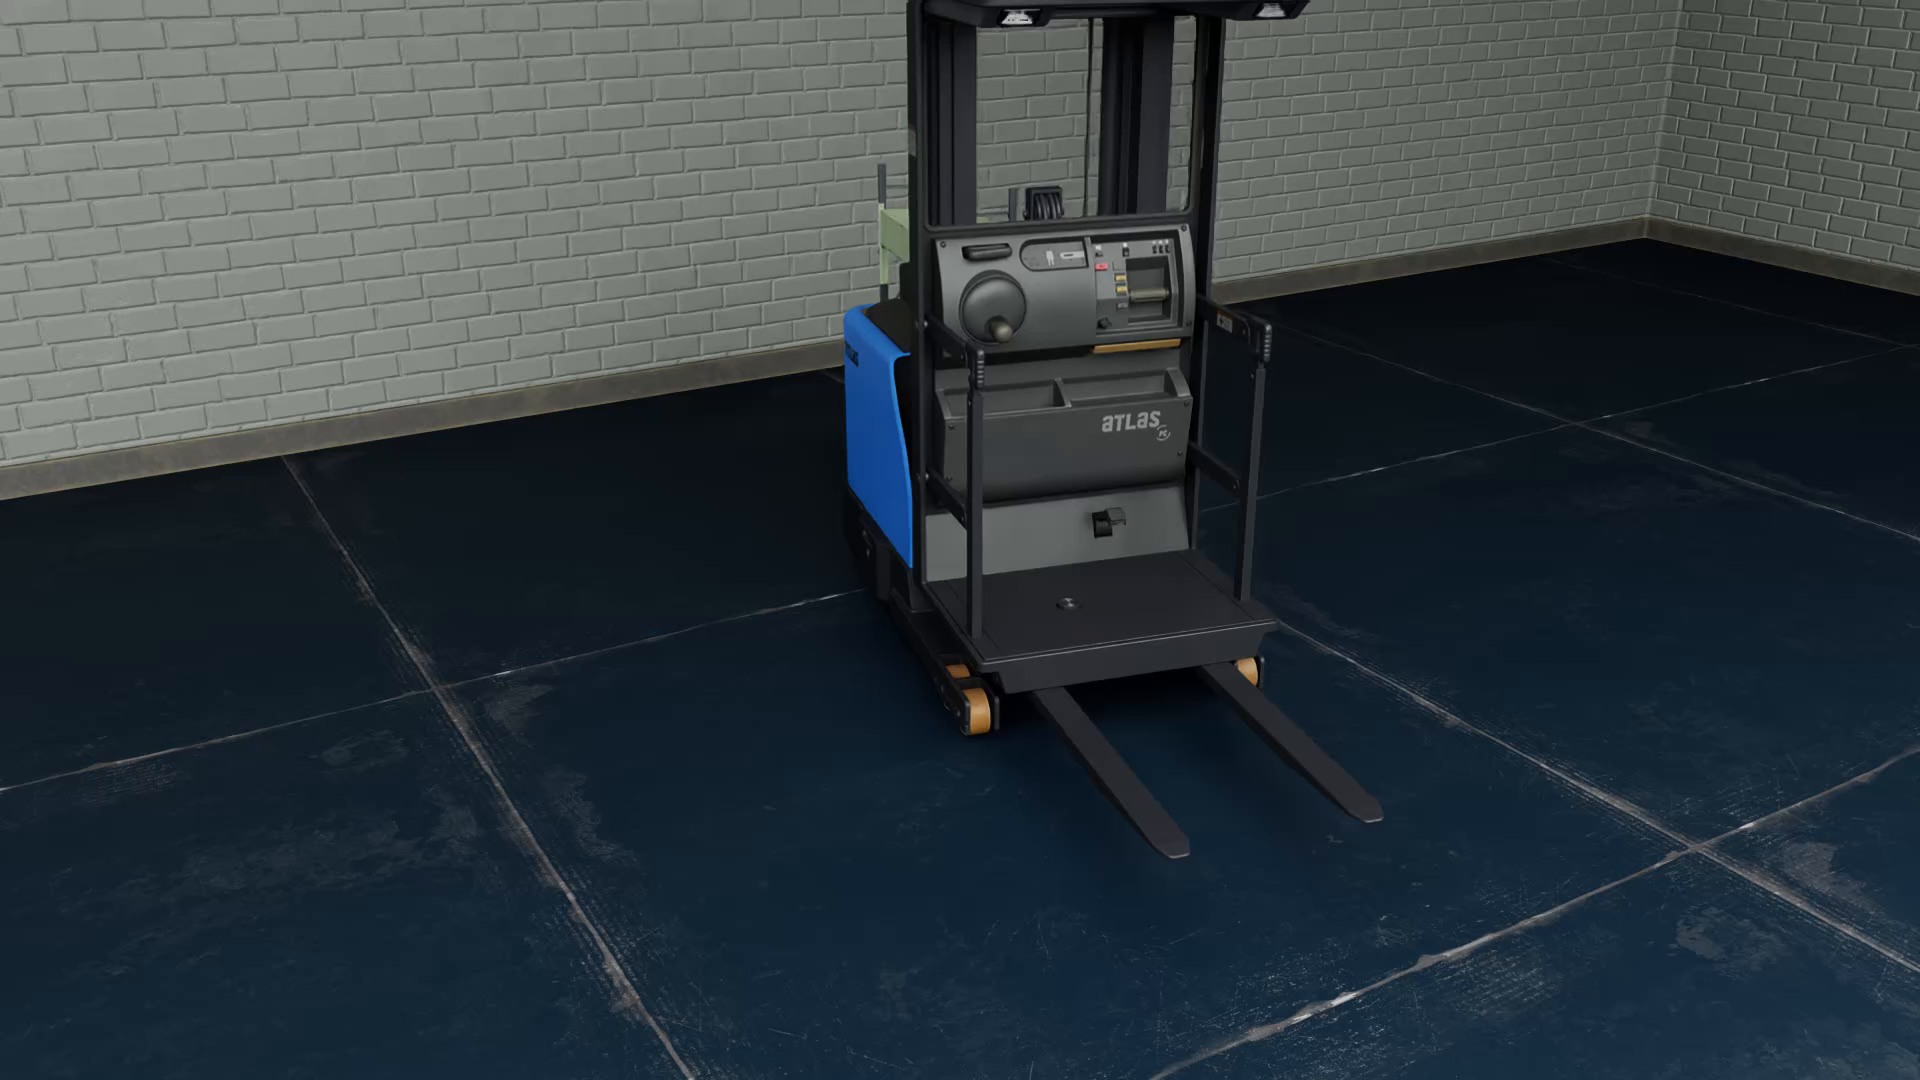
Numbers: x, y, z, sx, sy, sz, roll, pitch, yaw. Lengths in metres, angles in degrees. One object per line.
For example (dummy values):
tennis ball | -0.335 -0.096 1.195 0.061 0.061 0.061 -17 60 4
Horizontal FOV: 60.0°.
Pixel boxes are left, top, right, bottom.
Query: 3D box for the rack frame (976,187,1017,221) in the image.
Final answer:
rack frame | 0.044 -0.759 7.187 0.400 1.500 0.023 -7 23 -16

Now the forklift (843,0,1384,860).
forklift | 0.437 -0.858 5.530 1.130 2.935 3.031 -7 23 -16

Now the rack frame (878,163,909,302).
rack frame | -0.178 -1.022 7.833 0.400 1.500 0.023 -7 23 -16

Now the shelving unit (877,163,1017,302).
shelving unit | -0.067 -0.890 7.510 0.431 1.500 0.755 -7 23 -16

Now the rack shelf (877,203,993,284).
rack shelf | -0.067 -1.252 7.363 0.431 0.370 0.720 -7 23 -16
